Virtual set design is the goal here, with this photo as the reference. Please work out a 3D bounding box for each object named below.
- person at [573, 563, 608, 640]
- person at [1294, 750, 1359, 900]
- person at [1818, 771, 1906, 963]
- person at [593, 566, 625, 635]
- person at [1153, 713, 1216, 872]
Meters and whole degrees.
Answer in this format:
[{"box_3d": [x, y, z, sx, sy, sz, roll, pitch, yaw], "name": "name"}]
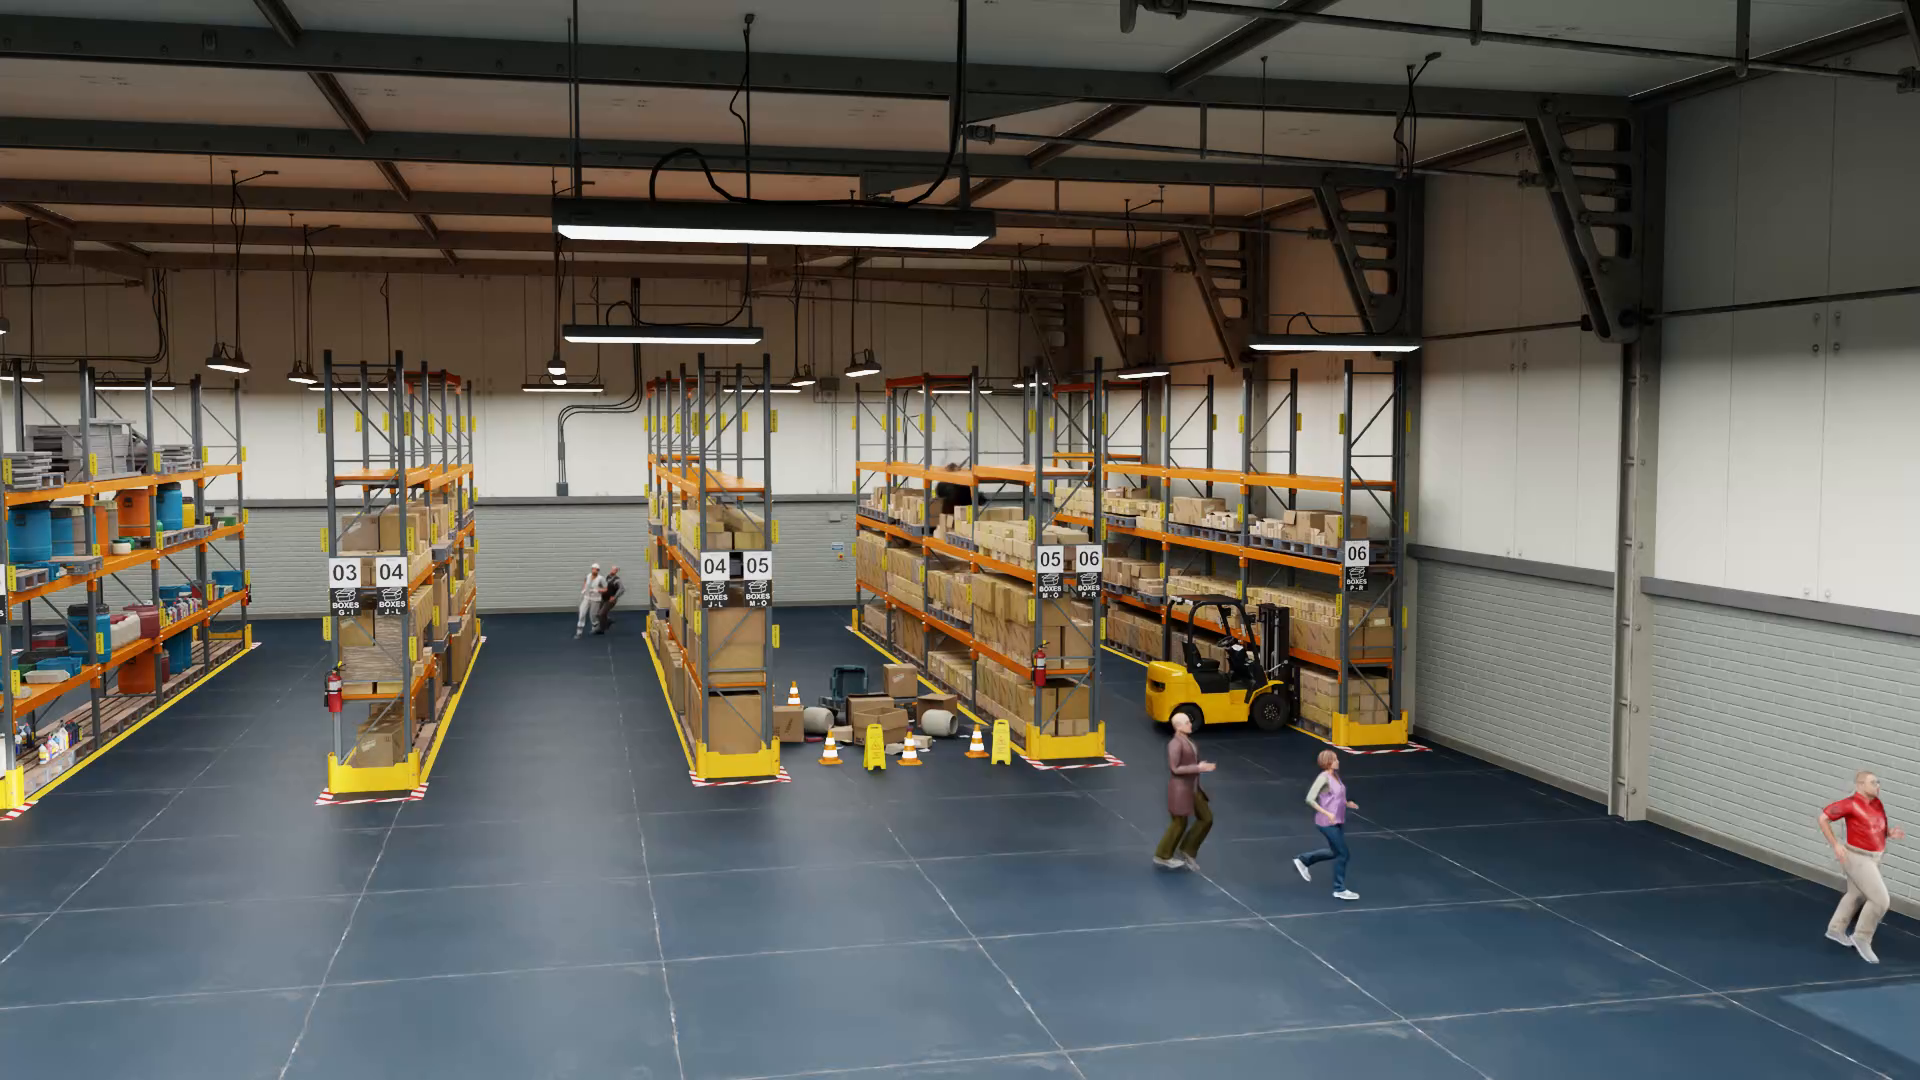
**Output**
[{"box_3d": [-8.570, 1.425, 38.904, 0.737, 1.783, 0.907, 1, 4, 10], "name": "person"}, {"box_3d": [3.877, 2.995, 17.611, 0.743, 1.561, 0.546, 2, 5, 32], "name": "person"}, {"box_3d": [8.520, 3.063, 15.652, 0.645, 1.780, 0.699, -3, 5, -37], "name": "person"}, {"box_3d": [-8.353, 1.435, 39.498, 0.719, 1.644, 0.614, 3, 5, 41], "name": "person"}, {"box_3d": [2.529, 2.937, 18.576, 0.754, 1.606, 0.688, 2, 5, 30], "name": "person"}]
